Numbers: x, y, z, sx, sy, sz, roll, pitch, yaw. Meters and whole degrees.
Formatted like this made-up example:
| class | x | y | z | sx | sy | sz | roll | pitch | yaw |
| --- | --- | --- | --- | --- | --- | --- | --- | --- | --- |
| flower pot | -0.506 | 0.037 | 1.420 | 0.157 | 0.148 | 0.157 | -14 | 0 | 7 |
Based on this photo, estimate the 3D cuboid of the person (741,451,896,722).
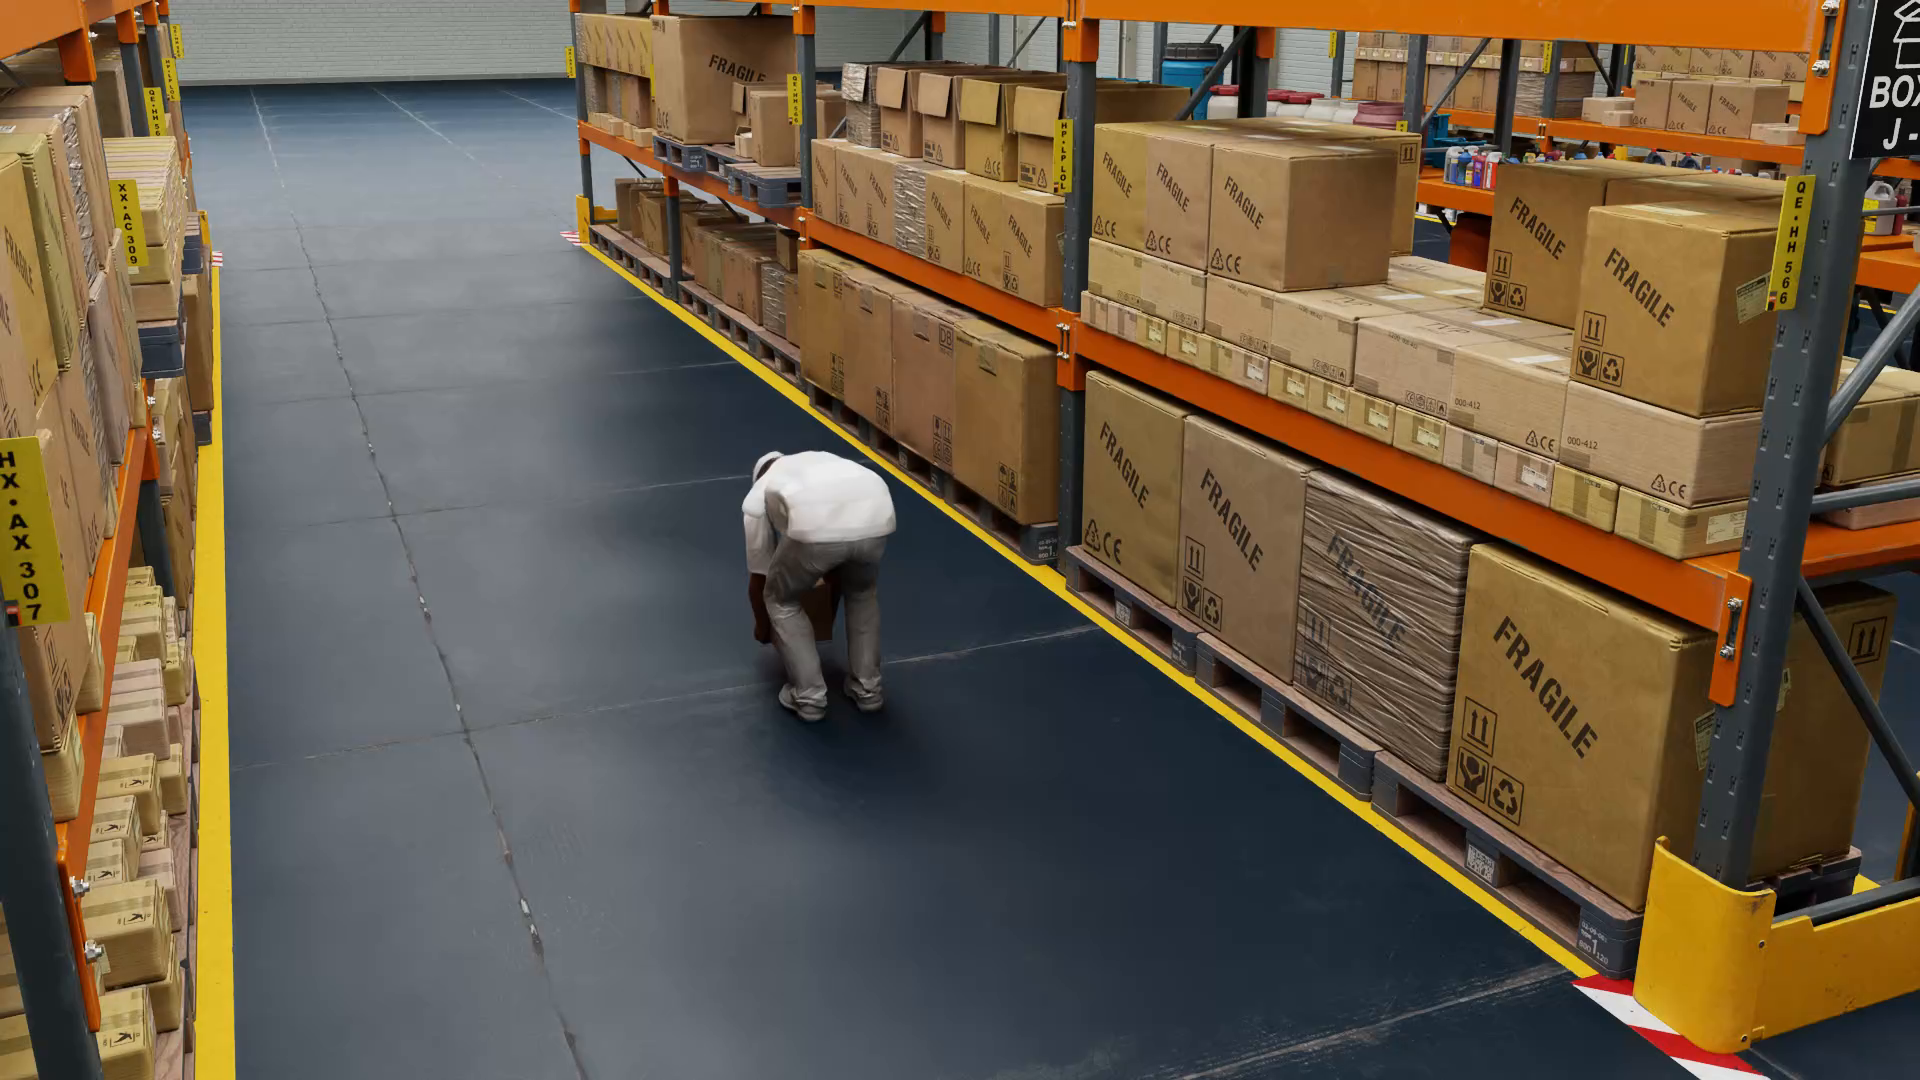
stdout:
| class | x | y | z | sx | sy | sz | roll | pitch | yaw |
| --- | --- | --- | --- | --- | --- | --- | --- | --- | --- |
| person | -0.610 | 0.125 | 6.794 | 0.496 | 1.031 | 0.979 | -9 | 21 | -25 |
